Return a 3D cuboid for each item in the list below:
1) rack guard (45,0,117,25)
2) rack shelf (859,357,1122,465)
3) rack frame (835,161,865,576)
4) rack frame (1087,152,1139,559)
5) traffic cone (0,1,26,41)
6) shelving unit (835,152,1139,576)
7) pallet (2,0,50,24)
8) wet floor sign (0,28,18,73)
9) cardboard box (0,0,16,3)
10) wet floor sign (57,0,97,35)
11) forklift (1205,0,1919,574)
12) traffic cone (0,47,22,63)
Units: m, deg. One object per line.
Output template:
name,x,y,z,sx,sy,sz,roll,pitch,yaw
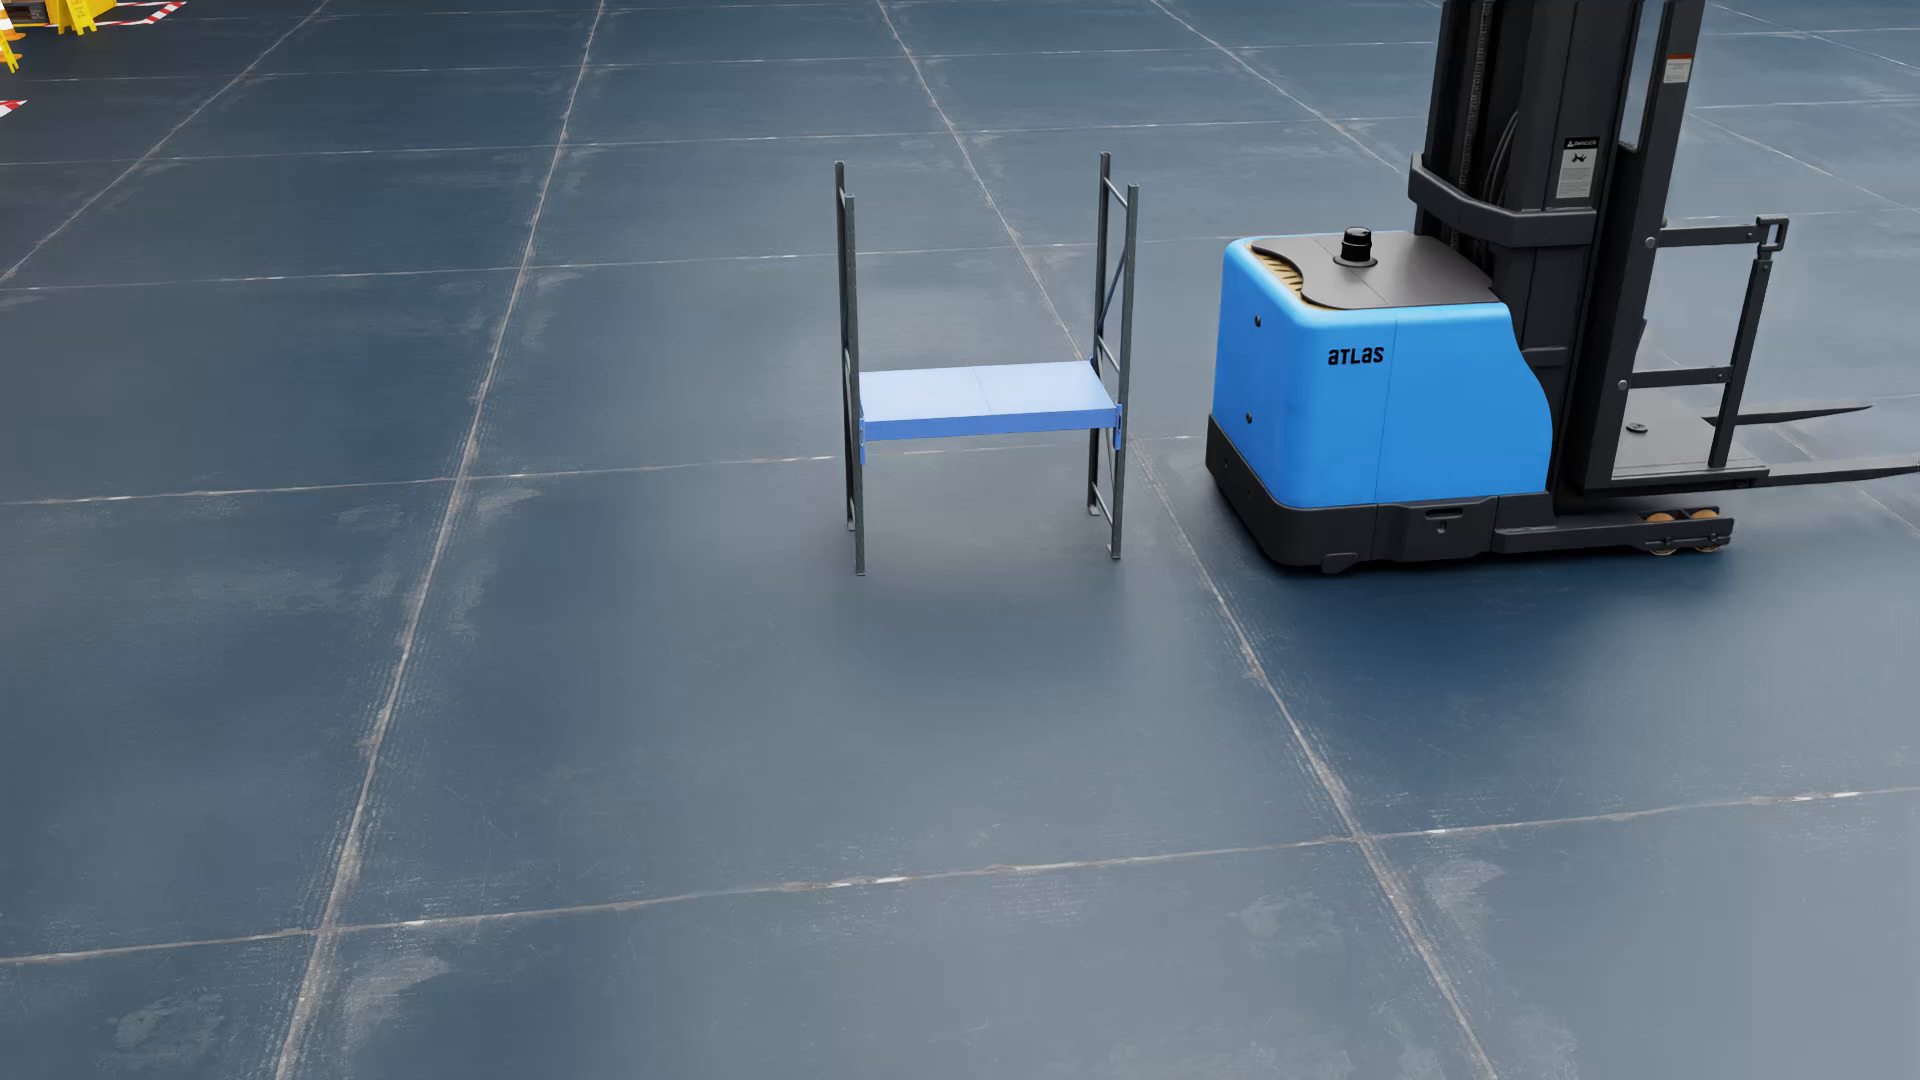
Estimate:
rack guard,-9.251,-5.776,17.460,0.348,0.500,1.175,-4,27,-7
rack shelf,0.084,-0.513,6.500,1.000,0.185,0.538,-4,27,-7
rack frame,-0.419,-0.640,6.355,0.032,1.500,0.500,-4,27,-7
rack frame,0.588,-0.705,6.481,0.032,1.500,0.500,-4,27,-7
traffic cone,-9.422,-5.154,16.288,0.334,0.463,0.336,-4,27,-7
shelving unit,0.084,-0.673,6.418,1.048,1.500,0.538,-4,27,-7
pallet,-10.061,-5.612,17.457,1.213,0.211,1.003,-4,27,-7
wet floor sign,-8.633,-4.512,14.836,0.232,0.644,0.267,-8,28,-16
cardboard box,-9.963,-5.682,17.091,0.500,0.250,0.500,-4,27,-7
wet floor sign,-8.839,-5.374,16.517,0.232,0.644,0.267,6,28,11
forklift,2.629,-1.476,6.415,3.031,2.935,1.130,-4,27,-8
traffic cone,-8.931,-4.674,15.352,0.334,0.463,0.336,-4,27,-7
